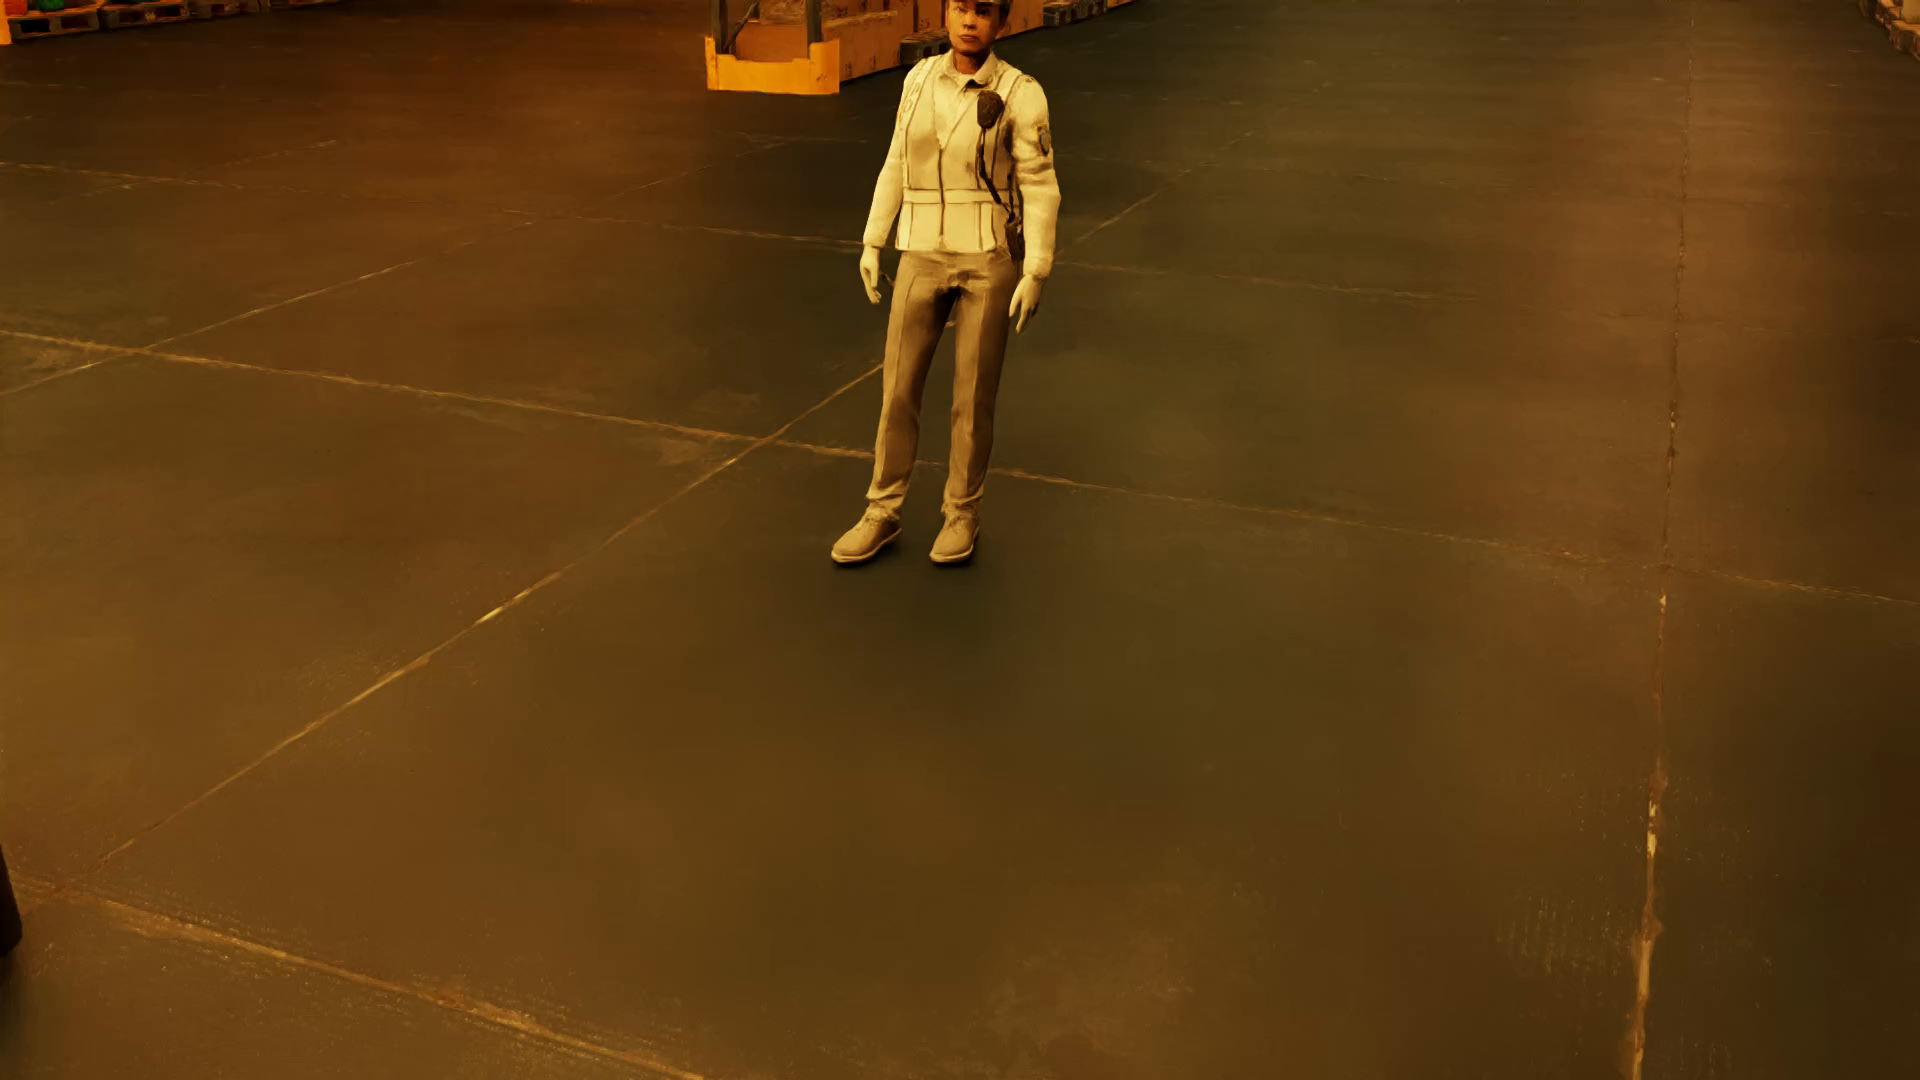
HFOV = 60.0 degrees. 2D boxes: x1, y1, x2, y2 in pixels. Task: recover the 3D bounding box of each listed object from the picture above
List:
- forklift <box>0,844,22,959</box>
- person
[{"bbox_3d":[-3.197,-0.290,1.987,3.031,2.935,1.130,-19,29,-38],"label":"forklift"},{"bbox_3d":[-0.032,-0.766,4.708,0.586,1.695,0.532,9,24,21],"label":"person"}]
